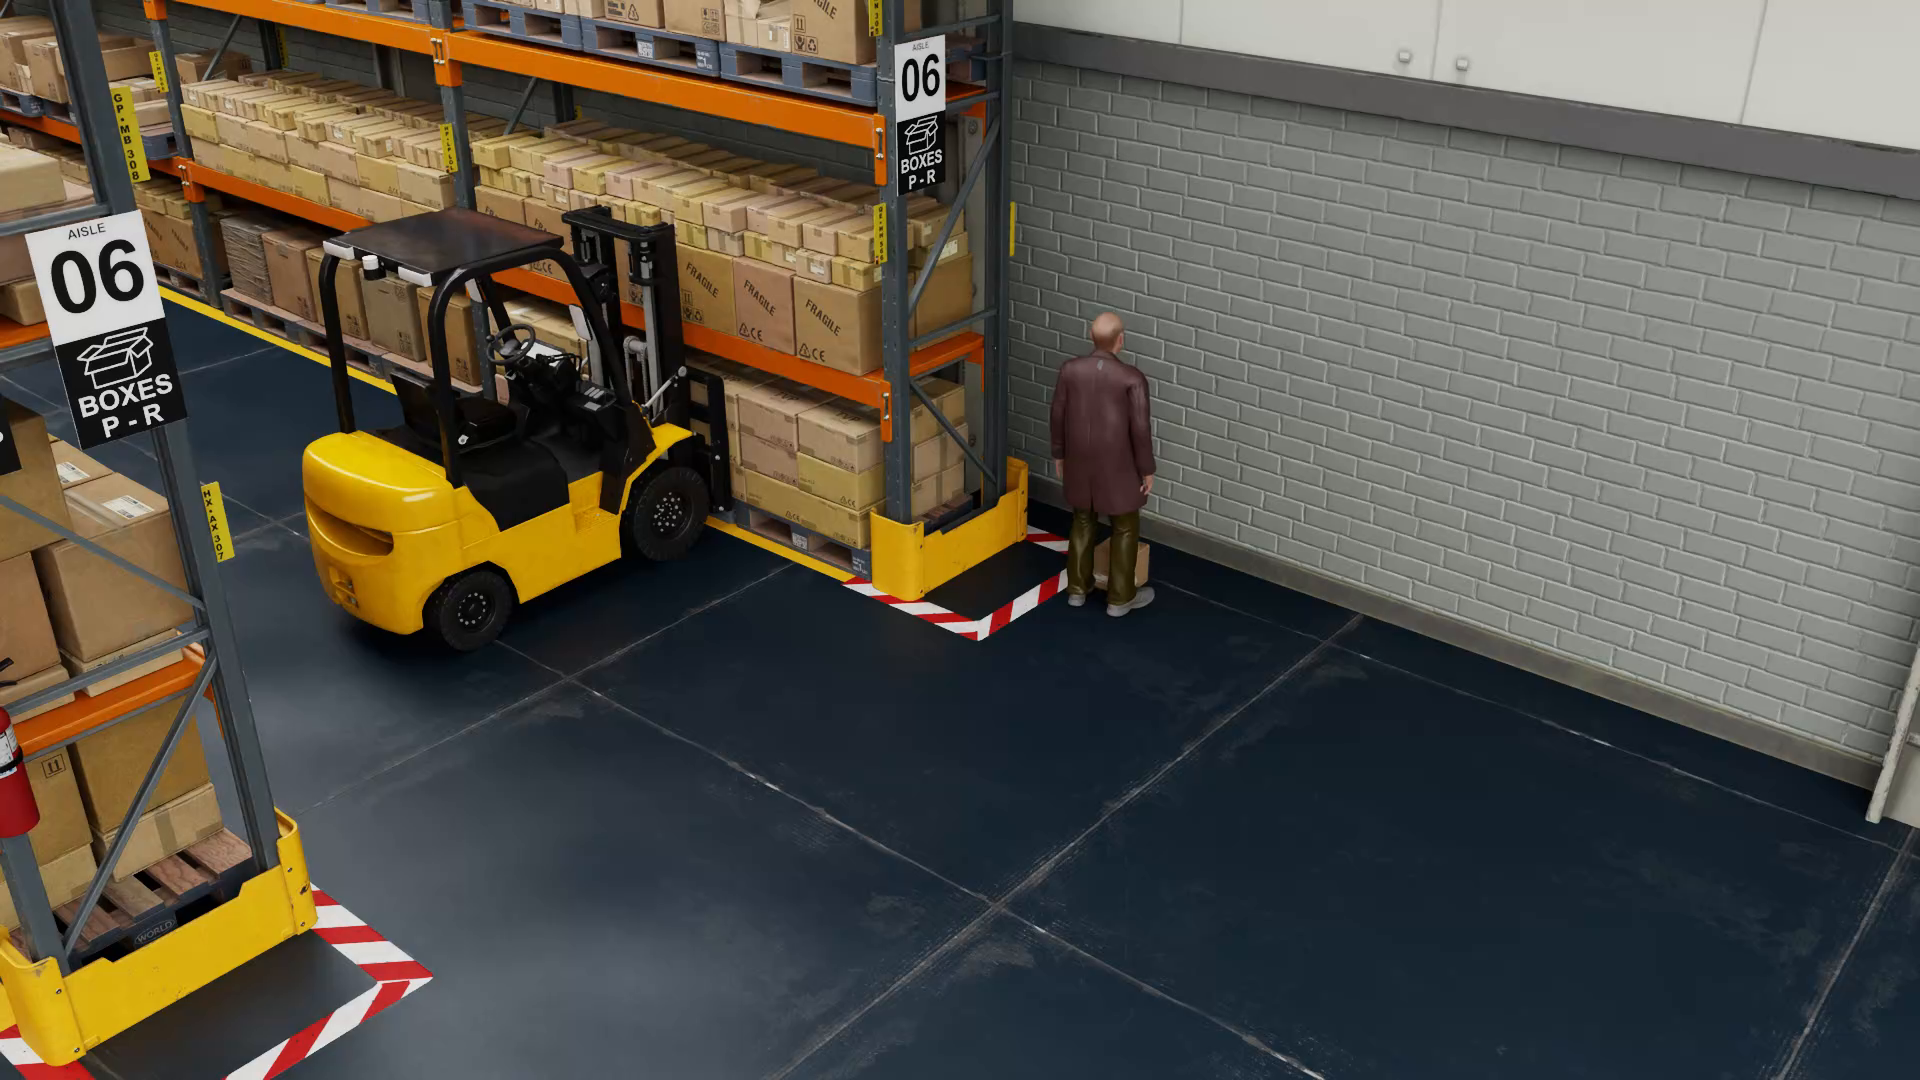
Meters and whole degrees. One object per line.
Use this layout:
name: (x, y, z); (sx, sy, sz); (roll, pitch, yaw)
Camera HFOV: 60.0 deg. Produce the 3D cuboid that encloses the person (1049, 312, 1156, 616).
person: (0.815, -0.434, 9.488); (0.645, 1.772, 0.429); (14, 30, 26)
